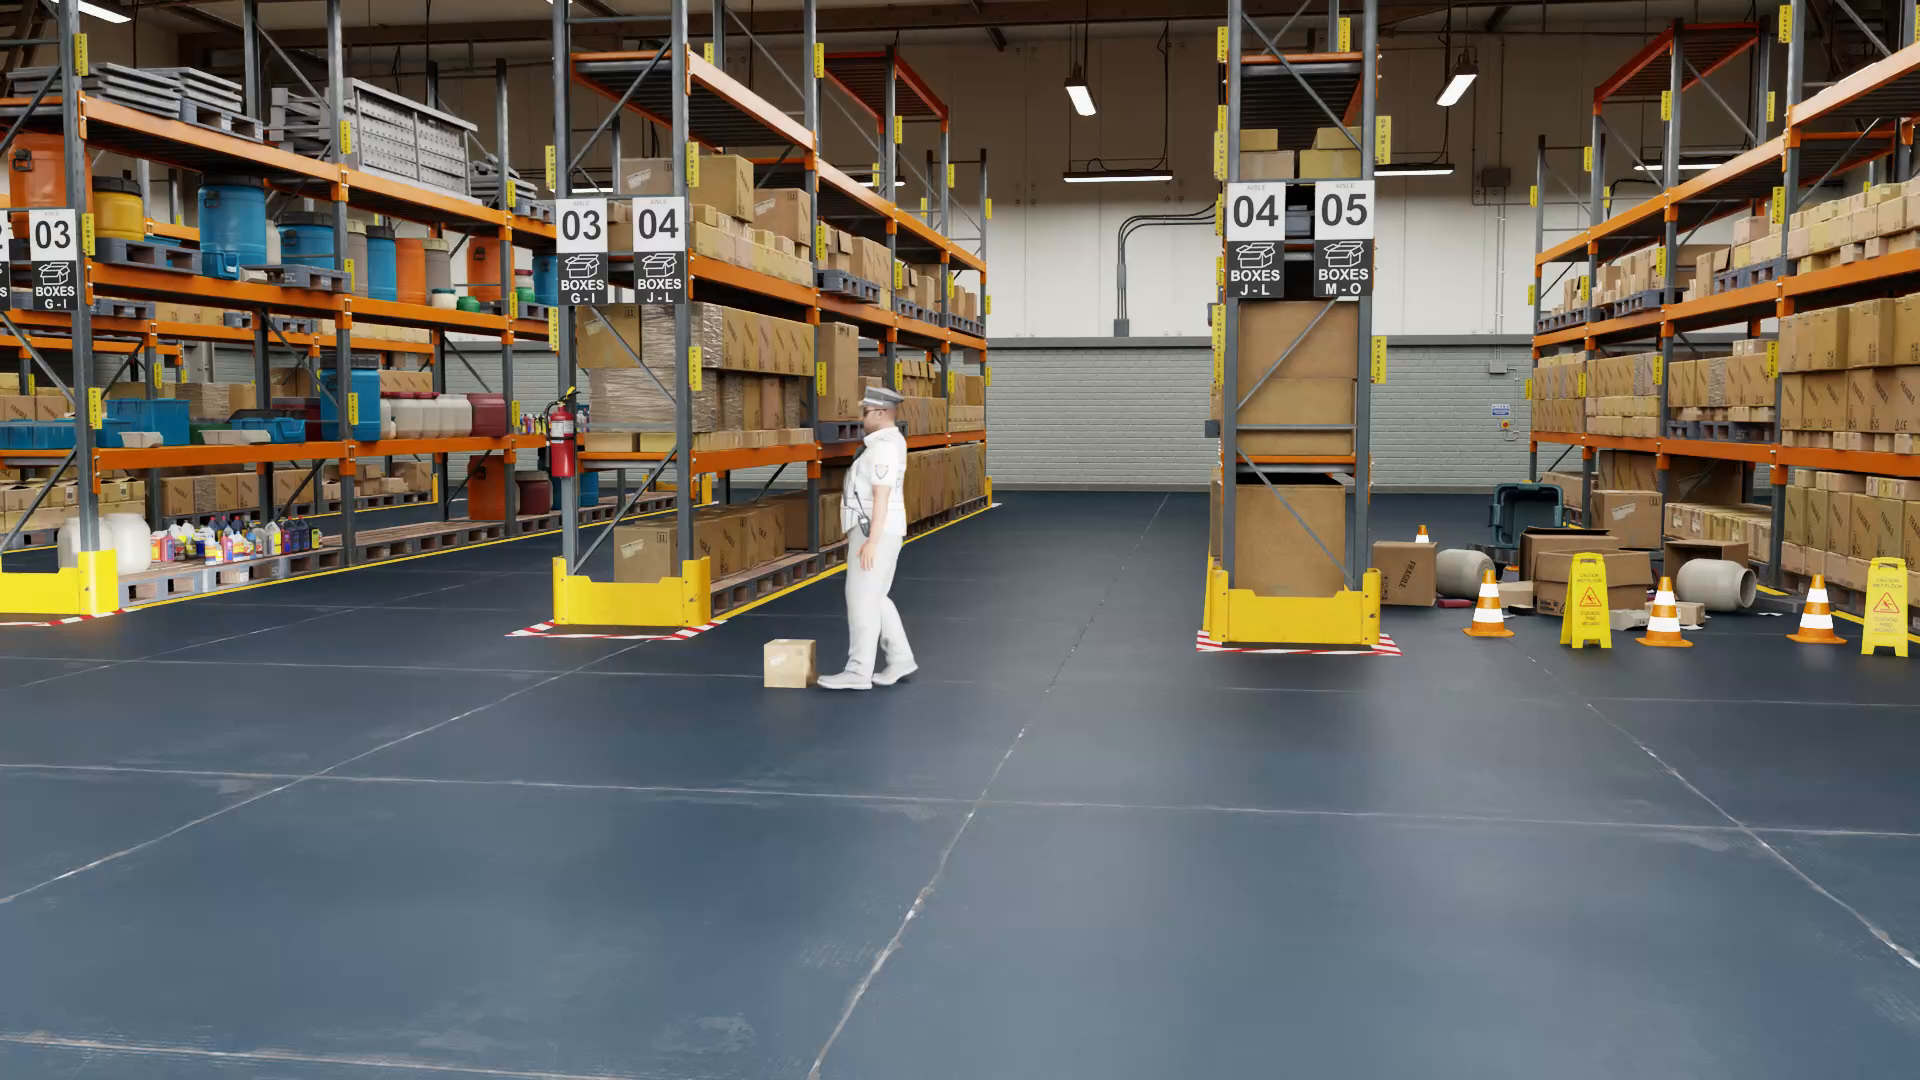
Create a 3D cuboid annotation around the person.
[{"bbox_3d":[-0.547,-0.013,9.728,0.562,1.781,0.556,0,4,3],"label":"person"}]
